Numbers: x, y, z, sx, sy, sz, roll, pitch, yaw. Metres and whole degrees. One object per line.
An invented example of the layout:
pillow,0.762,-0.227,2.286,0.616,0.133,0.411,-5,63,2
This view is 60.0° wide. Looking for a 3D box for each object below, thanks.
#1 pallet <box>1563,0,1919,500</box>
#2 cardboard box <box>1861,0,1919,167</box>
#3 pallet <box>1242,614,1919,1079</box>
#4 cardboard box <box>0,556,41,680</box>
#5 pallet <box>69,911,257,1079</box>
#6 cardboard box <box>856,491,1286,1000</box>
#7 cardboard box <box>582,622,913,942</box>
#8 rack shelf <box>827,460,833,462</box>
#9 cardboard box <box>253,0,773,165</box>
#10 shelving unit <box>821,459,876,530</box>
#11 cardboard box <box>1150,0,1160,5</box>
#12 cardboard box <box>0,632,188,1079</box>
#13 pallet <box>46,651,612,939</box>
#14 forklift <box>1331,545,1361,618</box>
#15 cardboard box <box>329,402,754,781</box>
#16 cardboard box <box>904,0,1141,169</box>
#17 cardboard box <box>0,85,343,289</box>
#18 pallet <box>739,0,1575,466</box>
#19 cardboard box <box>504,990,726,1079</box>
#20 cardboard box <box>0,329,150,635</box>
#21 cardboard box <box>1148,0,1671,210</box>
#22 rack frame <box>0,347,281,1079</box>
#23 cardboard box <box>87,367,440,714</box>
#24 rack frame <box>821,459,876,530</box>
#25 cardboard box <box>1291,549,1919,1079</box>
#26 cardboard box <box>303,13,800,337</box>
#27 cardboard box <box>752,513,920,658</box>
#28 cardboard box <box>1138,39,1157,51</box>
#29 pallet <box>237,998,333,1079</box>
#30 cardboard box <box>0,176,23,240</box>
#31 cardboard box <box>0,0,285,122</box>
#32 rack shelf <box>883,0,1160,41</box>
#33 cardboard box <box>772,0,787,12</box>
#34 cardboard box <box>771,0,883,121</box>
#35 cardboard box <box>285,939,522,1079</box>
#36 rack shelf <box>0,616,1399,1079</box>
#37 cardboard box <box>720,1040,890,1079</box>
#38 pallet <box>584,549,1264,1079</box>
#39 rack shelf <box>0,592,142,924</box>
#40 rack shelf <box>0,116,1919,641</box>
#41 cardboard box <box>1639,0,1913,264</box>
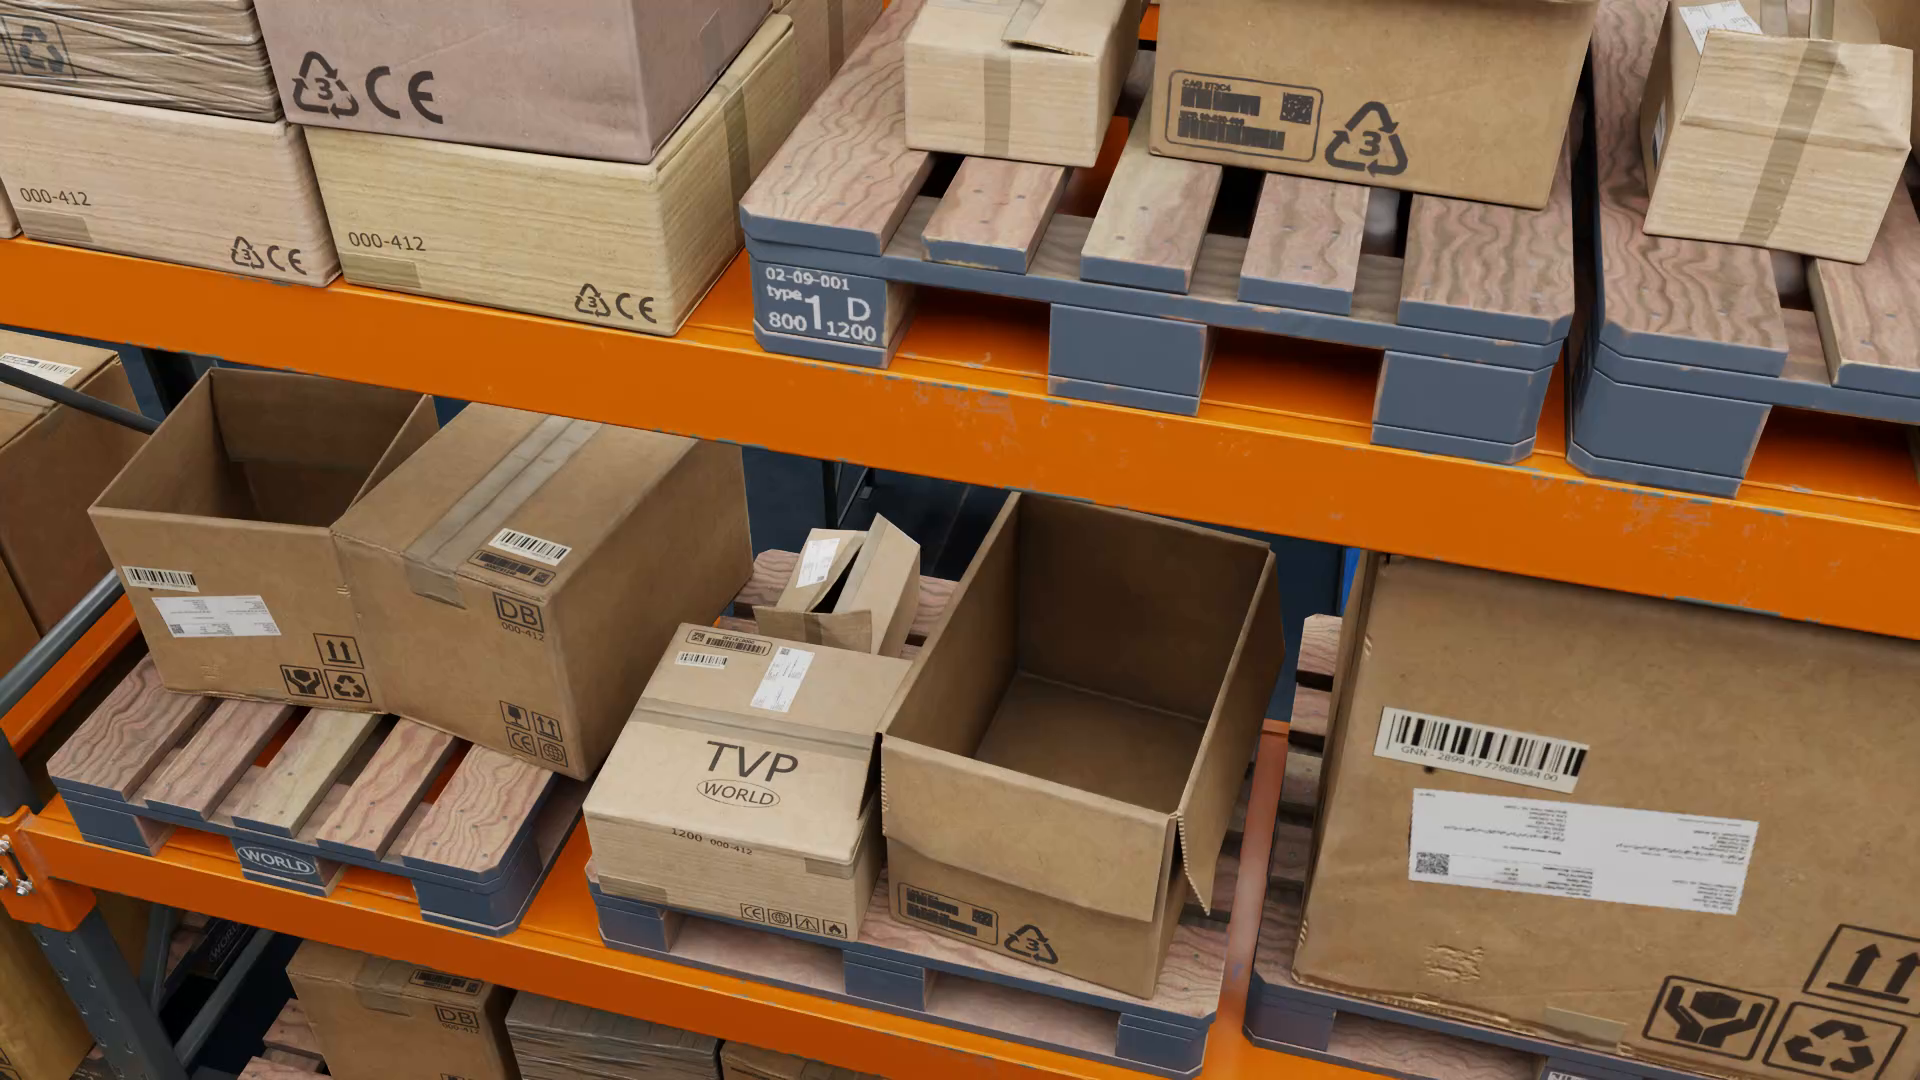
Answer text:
pallet,1.362,-0.450,2.268,1.003,0.211,1.213,10,41,11
cardboard box,1.502,-0.694,2.004,0.637,0.503,0.797,8,41,9
pallet,1.230,0.651,3.291,1.213,0.211,1.003,10,41,11
cardboard box,-2.474,0.164,3.645,0.500,0.500,0.500,11,41,13
pallet,-2.676,1.020,4.871,1.213,0.211,1.003,10,41,11
cardboard box,0.232,0.364,3.077,0.637,0.503,0.797,14,42,16
cardboard box,-0.374,0.448,3.174,0.500,0.250,0.500,9,41,10
rack shelf,0.082,-0.422,5.866,1.000,0.185,0.538,10,41,11
cardboard box,-0.569,-0.844,2.124,0.500,0.500,0.500,9,41,10
shelving unit,0.082,-0.560,5.751,1.048,1.500,0.538,10,41,11
cardboard box,0.789,-2.564,6.892,0.500,0.500,0.500,10,41,11
cardboard box,-2.595,0.655,4.463,0.875,0.875,1.225,8,41,9
pallet,-1.217,0.256,3.762,1.003,0.211,1.213,10,41,11
forklift,2.816,-0.684,4.785,3.031,2.935,1.130,9,41,11
cardboard box,-0.836,0.027,3.482,0.500,0.500,0.700,16,42,18
cardboard box,0.094,-0.674,2.243,0.250,0.166,0.380,9,41,10
cardboard box,-1.049,-0.639,2.463,0.500,0.250,0.500,11,41,12
pallet,0.359,-0.621,2.471,1.003,0.211,1.213,10,41,11
cardboard box,-0.742,1.102,4.207,0.500,0.500,0.700,7,40,8
cardboard box,-2.333,-0.158,4.028,0.500,0.500,0.500,11,41,13
cardboard box,0.592,-0.850,2.190,0.637,0.503,0.797,11,41,13
rack frame,-1.933,0.130,3.763,0.127,3.000,1.000,10,41,11
cardboard box,-1.401,-0.004,3.518,0.500,0.500,0.500,5,40,6
rack frame,-0.409,-0.645,5.851,0.032,1.500,0.500,10,41,11
cardboard box,1.199,0.186,2.904,1.000,1.000,1.000,10,41,12
cardboard box,-0.550,-0.560,2.368,0.500,0.250,0.500,11,41,12
cardboard box,-0.253,0.130,3.540,0.258,0.266,0.396,9,41,10
cardboard box,0.857,-1.933,7.643,0.750,0.750,1.050,10,41,12
pallet,-1.179,1.329,4.504,1.213,0.211,1.003,10,41,11
cardboard box,-1.545,-0.725,2.565,0.500,0.250,0.500,10,41,12
cardboard box,-1.057,-0.924,2.219,0.500,0.500,0.500,10,41,12
rack shelf,1.378,-2.327,7.247,4.000,0.370,1.077,10,41,11
cardboard box,-0.435,-1.154,2.493,0.500,0.500,0.500,10,41,12
cardboard box,-0.444,-0.875,2.744,0.500,0.250,0.500,11,41,13
cardboard box,-1.281,1.018,4.307,0.500,0.500,0.700,8,41,9
rack shelf,-0.001,0.738,3.598,4.000,0.370,1.077,10,41,11
cardboard box,-0.192,1.192,4.100,0.500,0.500,0.700,13,42,15
pallet,-0.011,0.507,3.463,1.213,0.211,1.003,10,41,11
rack shelf,-3.865,0.073,4.390,4.000,0.370,1.077,10,41,11
rack shelf,-0.001,-0.411,2.633,4.000,0.370,1.077,10,41,11
cardboard box,0.997,-0.557,2.026,0.258,0.266,0.396,11,41,13
